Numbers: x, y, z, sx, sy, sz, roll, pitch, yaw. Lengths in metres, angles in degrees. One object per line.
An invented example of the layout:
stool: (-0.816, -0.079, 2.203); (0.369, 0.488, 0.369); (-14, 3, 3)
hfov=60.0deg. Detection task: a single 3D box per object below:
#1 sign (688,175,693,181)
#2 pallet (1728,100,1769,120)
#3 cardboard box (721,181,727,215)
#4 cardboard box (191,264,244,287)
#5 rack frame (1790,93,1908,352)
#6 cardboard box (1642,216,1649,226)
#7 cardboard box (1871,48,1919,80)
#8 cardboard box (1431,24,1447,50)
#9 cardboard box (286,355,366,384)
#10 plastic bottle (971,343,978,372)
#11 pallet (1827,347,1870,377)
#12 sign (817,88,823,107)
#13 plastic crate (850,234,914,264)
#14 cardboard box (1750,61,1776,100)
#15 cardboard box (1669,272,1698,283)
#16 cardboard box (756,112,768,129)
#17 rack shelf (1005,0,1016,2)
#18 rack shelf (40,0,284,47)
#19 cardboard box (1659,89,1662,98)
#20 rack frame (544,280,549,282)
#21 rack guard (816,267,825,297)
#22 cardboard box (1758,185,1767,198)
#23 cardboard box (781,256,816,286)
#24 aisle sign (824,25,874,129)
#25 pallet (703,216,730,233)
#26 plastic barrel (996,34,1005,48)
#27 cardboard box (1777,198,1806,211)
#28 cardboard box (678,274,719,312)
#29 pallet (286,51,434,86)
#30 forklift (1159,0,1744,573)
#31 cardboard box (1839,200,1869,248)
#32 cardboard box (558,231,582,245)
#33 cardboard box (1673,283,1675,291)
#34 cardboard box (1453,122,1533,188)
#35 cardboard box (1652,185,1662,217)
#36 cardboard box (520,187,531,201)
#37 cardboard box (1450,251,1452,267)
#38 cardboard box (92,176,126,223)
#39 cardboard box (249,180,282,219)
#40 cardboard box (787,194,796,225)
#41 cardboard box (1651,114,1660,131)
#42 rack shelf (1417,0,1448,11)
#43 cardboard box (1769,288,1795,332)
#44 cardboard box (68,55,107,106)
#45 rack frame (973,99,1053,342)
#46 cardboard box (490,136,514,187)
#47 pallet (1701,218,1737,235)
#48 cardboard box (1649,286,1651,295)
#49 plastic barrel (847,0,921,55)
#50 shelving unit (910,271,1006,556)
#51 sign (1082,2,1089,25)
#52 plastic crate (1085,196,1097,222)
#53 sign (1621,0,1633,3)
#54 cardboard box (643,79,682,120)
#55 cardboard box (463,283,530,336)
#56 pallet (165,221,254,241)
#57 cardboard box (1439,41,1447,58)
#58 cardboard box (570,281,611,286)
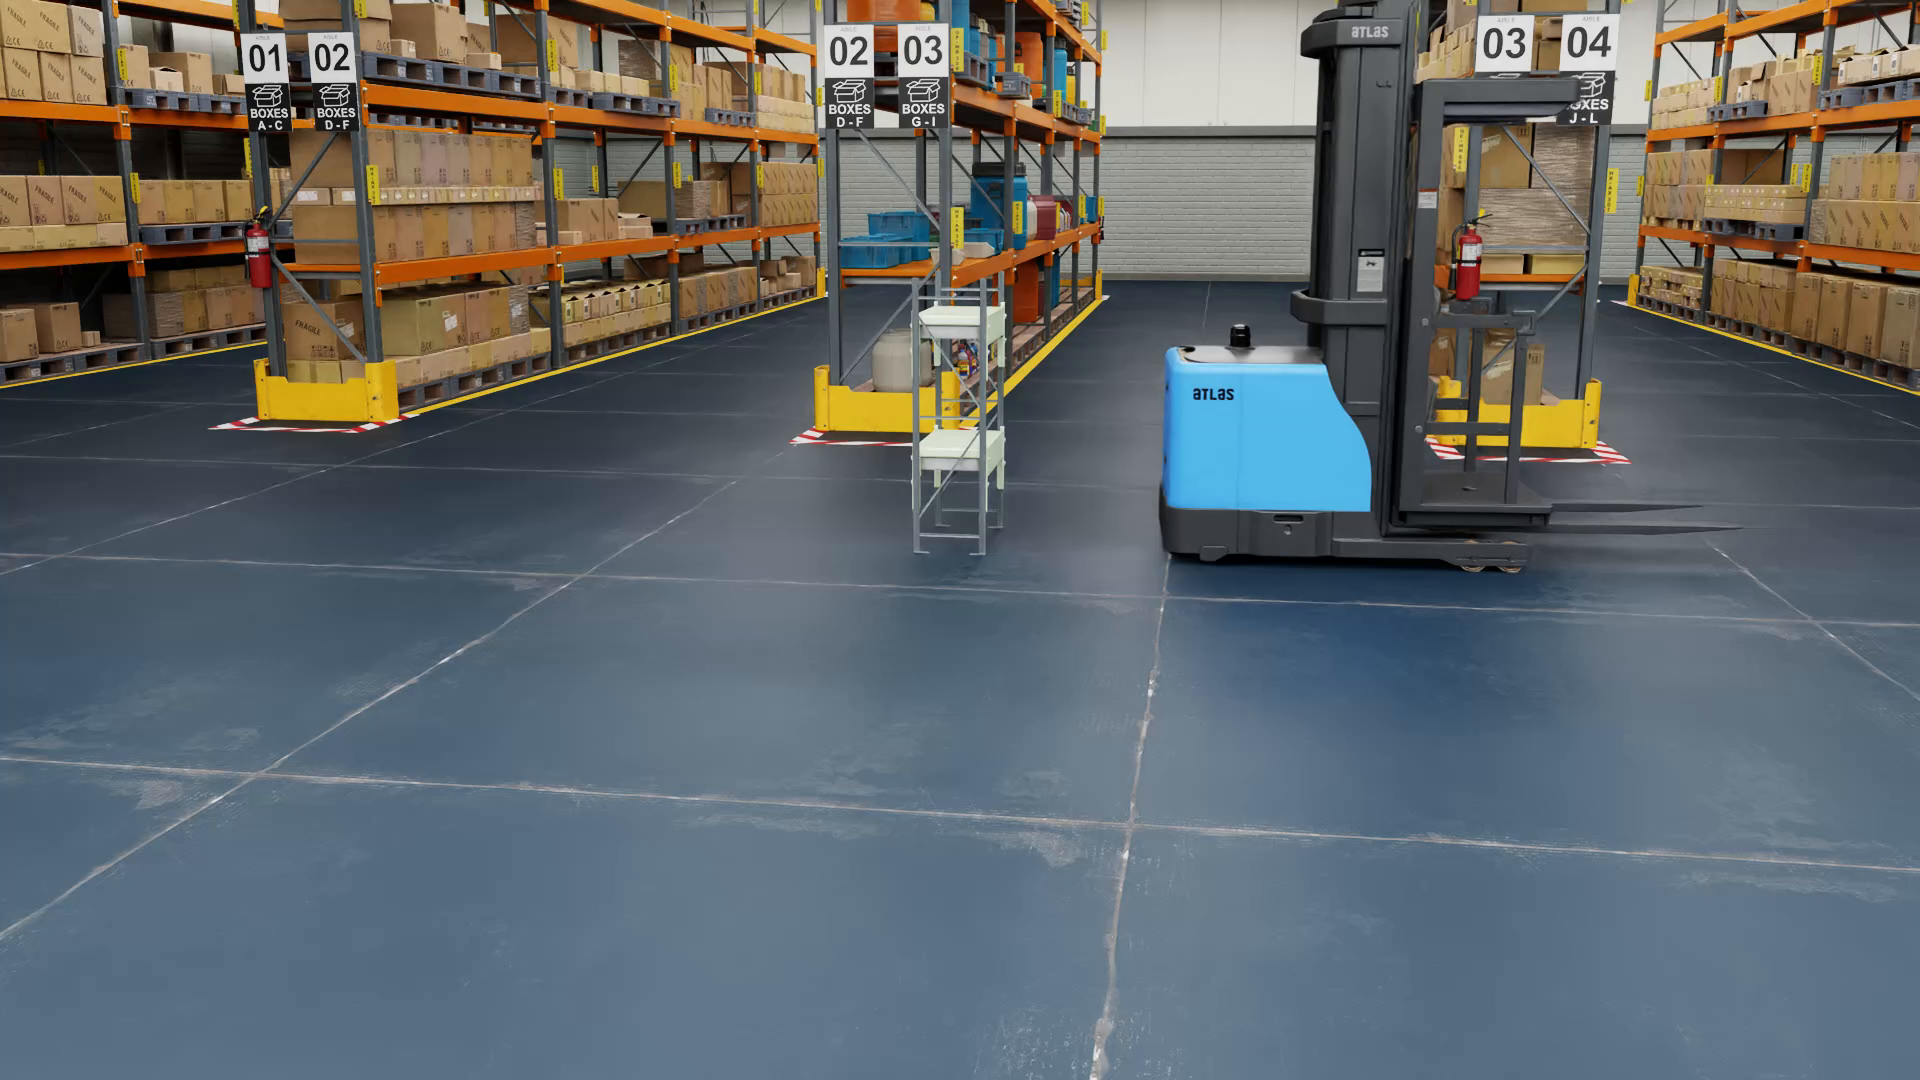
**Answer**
sign: (-4.151, -5.466, 25.681); (0.100, 0.325, 0.005); (2, 12, 9)
pallet: (10.703, -5.557, 21.483); (1.213, 0.211, 1.003); (2, 12, 9)
cardboard box: (-3.907, -5.190, 25.220); (0.700, 0.500, 0.500); (-2, 12, -10)
cardboard box: (-9.407, -3.338, 20.972); (0.500, 0.250, 0.500); (2, 12, 8)
rack frame: (10.445, -3.691, 19.498); (1.000, 3.000, 0.127); (2, 12, 9)
cardboard box: (11.301, -5.176, 26.989); (0.380, 0.149, 0.250); (2, 12, 8)
cardboard box: (9.960, -5.013, 17.491); (0.500, 0.311, 0.500); (2, 12, 8)
cardboard box: (5.114, -4.856, 16.546); (0.797, 0.503, 0.637); (1, 12, 6)
cardboard box: (-5.668, -1.511, 14.915); (0.500, 0.250, 0.500); (2, 12, 9)
plastic bottle: (0.121, -1.750, 15.928); (0.097, 0.271, 0.097); (0, 12, 0)
pallet: (10.059, -1.913, 17.867); (1.003, 0.211, 1.213); (2, 12, 9)
sign: (-2.453, -7.736, 29.050); (0.100, 0.325, 0.005); (2, 12, 9)
plastic crate: (-0.678, -2.544, 14.529); (0.499, 0.251, 0.408); (2, 12, 9)
cardboard box: (10.693, -5.928, 21.518); (0.797, 0.503, 0.637); (2, 12, 8)
cardboard box: (10.986, -3.982, 25.209); (0.380, 0.149, 0.250); (1, 12, 7)
cardboard box: (-3.294, -6.513, 25.831); (0.500, 0.250, 0.500); (2, 12, 9)
rack shelf: (-0.257, -5.169, 14.777); (1.077, 0.370, 4.000); (2, 12, 9)
rack shelf: (-9.431, -6.323, 20.130); (1.077, 0.370, 4.000); (2, 12, 9)
cardboard box: (11.400, -7.128, 26.552); (0.380, 0.149, 0.250); (2, 12, 8)
rack frame: (-7.893, -6.019, 30.303); (1.000, 3.000, 0.127); (2, 12, 9)
rack guard: (-3.010, -4.622, 29.752); (1.175, 0.500, 0.348); (2, 12, 9)
cardboard box: (10.186, -4.343, 20.714); (0.380, 0.149, 0.250); (2, 12, 10)
cardboard box: (-2.838, -4.731, 29.217); (0.500, 0.500, 0.500); (2, 12, 9)
aisle sign: (-0.870, -3.633, 13.060); (0.394, 0.787, 0.004); (2, 12, 9)
pallet: (-3.934, -4.505, 23.734); (1.003, 0.211, 1.213); (2, 12, 9)
plastic barrel: (0.325, -5.580, 19.957); (0.600, 0.901, 0.600); (0, 12, 0)
cardboard box: (10.071, -4.036, 19.995); (0.380, 0.149, 0.250); (2, 12, 10)
cardboard box: (-3.719, -3.486, 23.439); (0.500, 0.500, 0.500); (2, 12, 8)
pallet: (-5.325, -4.098, 14.480); (1.003, 0.211, 1.213); (2, 12, 9)
forklift: (2.643, -1.377, 8.928); (3.031, 2.935, 1.130); (1, 12, 5)
cardboard box: (9.956, -3.444, 18.116); (0.500, 0.500, 0.500); (2, 12, 9)
cardboard box: (-4.505, -3.416, 18.822); (0.380, 0.149, 0.250); (2, 12, 9)
cardboard box: (11.147, -3.881, 25.447); (0.380, 0.149, 0.250); (2, 12, 11)
cardboard box: (4.169, -3.013, 13.035); (0.500, 0.500, 0.500); (2, 12, 9)
cardboard box: (11.276, -5.353, 26.271); (0.500, 0.500, 0.500); (2, 12, 9)
cardboard box: (-4.714, -3.612, 17.359); (0.380, 0.149, 0.250); (2, 12, 7)
cardboard box: (4.249, -2.307, 13.677); (0.380, 0.149, 0.250); (2, 12, 9)
cardboard box: (-9.506, -3.716, 18.144); (0.500, 0.500, 0.500); (2, 12, 9)
cardboard box: (-9.245, -4.402, 21.519); (0.700, 0.500, 0.500); (1, 12, 3)
cardboard box: (-3.034, -5.490, 27.608); (0.500, 0.500, 0.500); (2, 12, 8)
cardboard box: (11.354, -6.664, 26.530); (0.500, 0.250, 0.500); (2, 12, 11)
rack shelf: (5.252, -5.841, 17.896); (1.077, 0.370, 4.000); (2, 12, 9)
cardboard box: (10.288, -2.819, 20.392); (0.500, 0.500, 0.500); (2, 12, 8)
cardboard box: (-9.573, -4.932, 17.856); (0.500, 0.500, 0.500); (2, 12, 10)
rack frame: (0.665, -4.033, 21.086); (1.000, 3.000, 0.127); (2, 12, 9)
cardboard box: (-4.982, -3.847, 16.906); (0.700, 0.500, 0.500); (2, 12, 9)
pallet: (10.799, -4.275, 22.666); (1.003, 0.211, 1.213); (2, 12, 9)
cardboard box: (11.319, -4.012, 26.759); (0.380, 0.149, 0.250); (2, 12, 8)
plastic barrel: (-0.616, -4.354, 13.442); (0.600, 0.830, 0.708); (2, 12, 9)
shelving unit: (-0.001, -0.732, 9.329); (0.431, 1.500, 0.755); (2, 12, 9)
sign: (1.824, -7.678, 24.255); (0.100, 0.325, 0.005); (2, 12, 9)
plastic crate: (2.029, -5.669, 28.452); (0.616, 0.435, 0.499); (2, 12, 9)
sign: (4.865, -4.083, 12.125); (0.100, 0.325, 0.005); (2, 12, 9)
cardboard box: (-4.195, -5.801, 21.934); (0.910, 0.500, 0.500); (2, 12, 9)
cardboard box: (-4.787, -2.382, 17.175); (0.500, 0.500, 0.500); (2, 12, 9)
pallet: (-9.388, -3.847, 20.678); (1.003, 0.211, 1.213); (2, 12, 9)
cardboard box: (4.426, -4.297, 14.603); (0.380, 0.149, 0.250); (2, 12, 8)
cardboard box: (-4.672, -3.120, 21.051); (0.500, 0.311, 0.500); (2, 12, 7)
